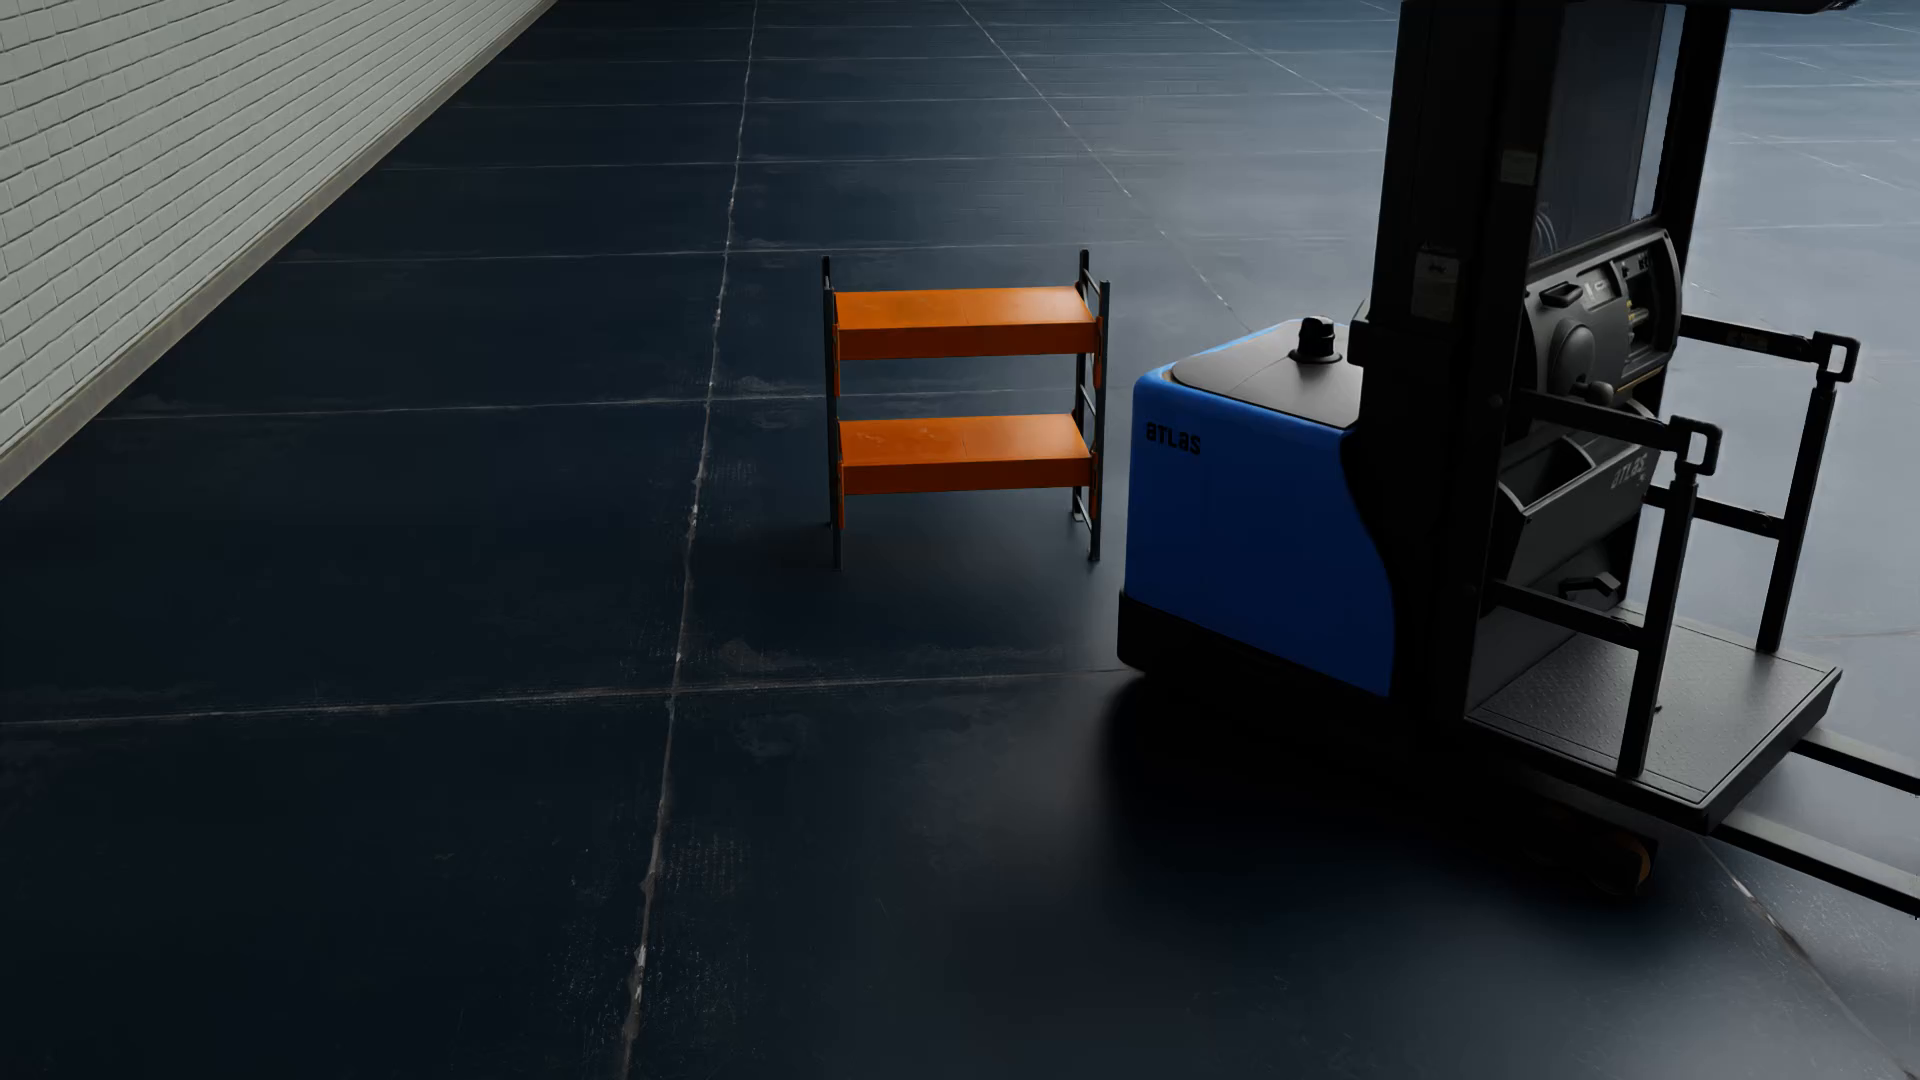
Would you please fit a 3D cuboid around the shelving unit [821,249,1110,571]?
[{"bbox_3d":[0.007,-0.514,6.522,1.048,1.125,0.538,-2,24,-5],"label":"shelving unit"}]

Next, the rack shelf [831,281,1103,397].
[{"bbox_3d":[0.007,-0.782,6.403,1.000,0.278,0.538,-2,24,-5],"label":"rack shelf"}]

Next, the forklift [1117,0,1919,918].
[{"bbox_3d":[1.947,-0.606,4.505,3.031,2.935,1.130,21,32,39],"label":"forklift"}]

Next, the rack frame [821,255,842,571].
[{"bbox_3d":[-0.499,-0.494,6.476,0.032,1.125,0.500,-2,24,-5],"label":"rack frame"}]

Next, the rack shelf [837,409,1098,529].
[{"bbox_3d":[0.007,-0.291,6.621,1.000,0.278,0.538,-2,24,-5],"label":"rack shelf"}]

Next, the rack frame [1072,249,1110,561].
[{"bbox_3d":[0.513,-0.535,6.568,0.032,1.125,0.500,-2,24,-5],"label":"rack frame"}]
